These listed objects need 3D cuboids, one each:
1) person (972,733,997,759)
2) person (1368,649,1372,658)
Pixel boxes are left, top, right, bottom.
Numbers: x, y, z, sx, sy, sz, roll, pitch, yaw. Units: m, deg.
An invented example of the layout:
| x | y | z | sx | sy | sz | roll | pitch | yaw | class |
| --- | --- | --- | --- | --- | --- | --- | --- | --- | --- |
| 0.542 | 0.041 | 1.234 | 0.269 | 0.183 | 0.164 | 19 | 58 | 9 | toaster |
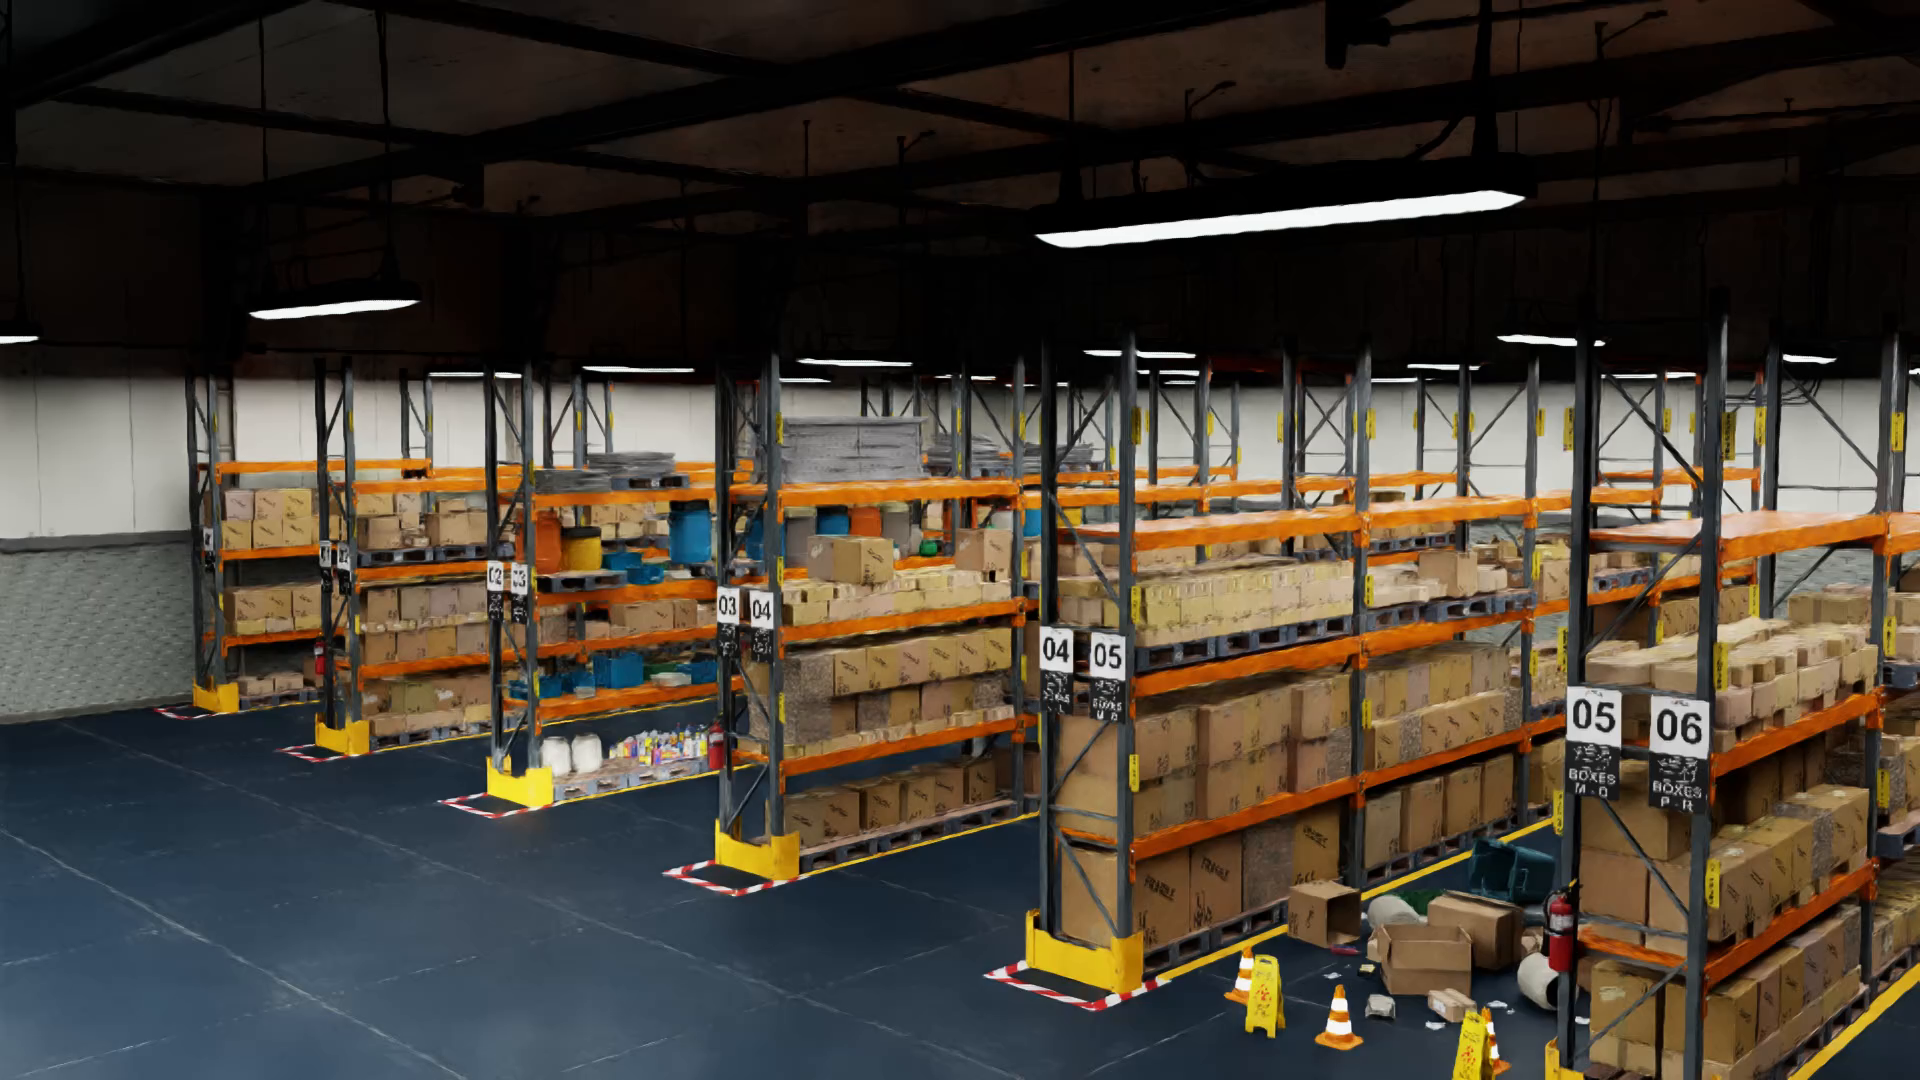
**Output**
| x | y | z | sx | sy | sz | roll | pitch | yaw | class |
| --- | --- | --- | --- | --- | --- | --- | --- | --- | --- |
| 0.414 | 2.445 | 24.433 | 0.441 | 1.675 | 0.496 | 1 | 5 | 14 | person |
| 6.151 | 2.376 | 25.198 | 0.543 | 1.700 | 1.119 | 4 | 6 | 41 | person |
